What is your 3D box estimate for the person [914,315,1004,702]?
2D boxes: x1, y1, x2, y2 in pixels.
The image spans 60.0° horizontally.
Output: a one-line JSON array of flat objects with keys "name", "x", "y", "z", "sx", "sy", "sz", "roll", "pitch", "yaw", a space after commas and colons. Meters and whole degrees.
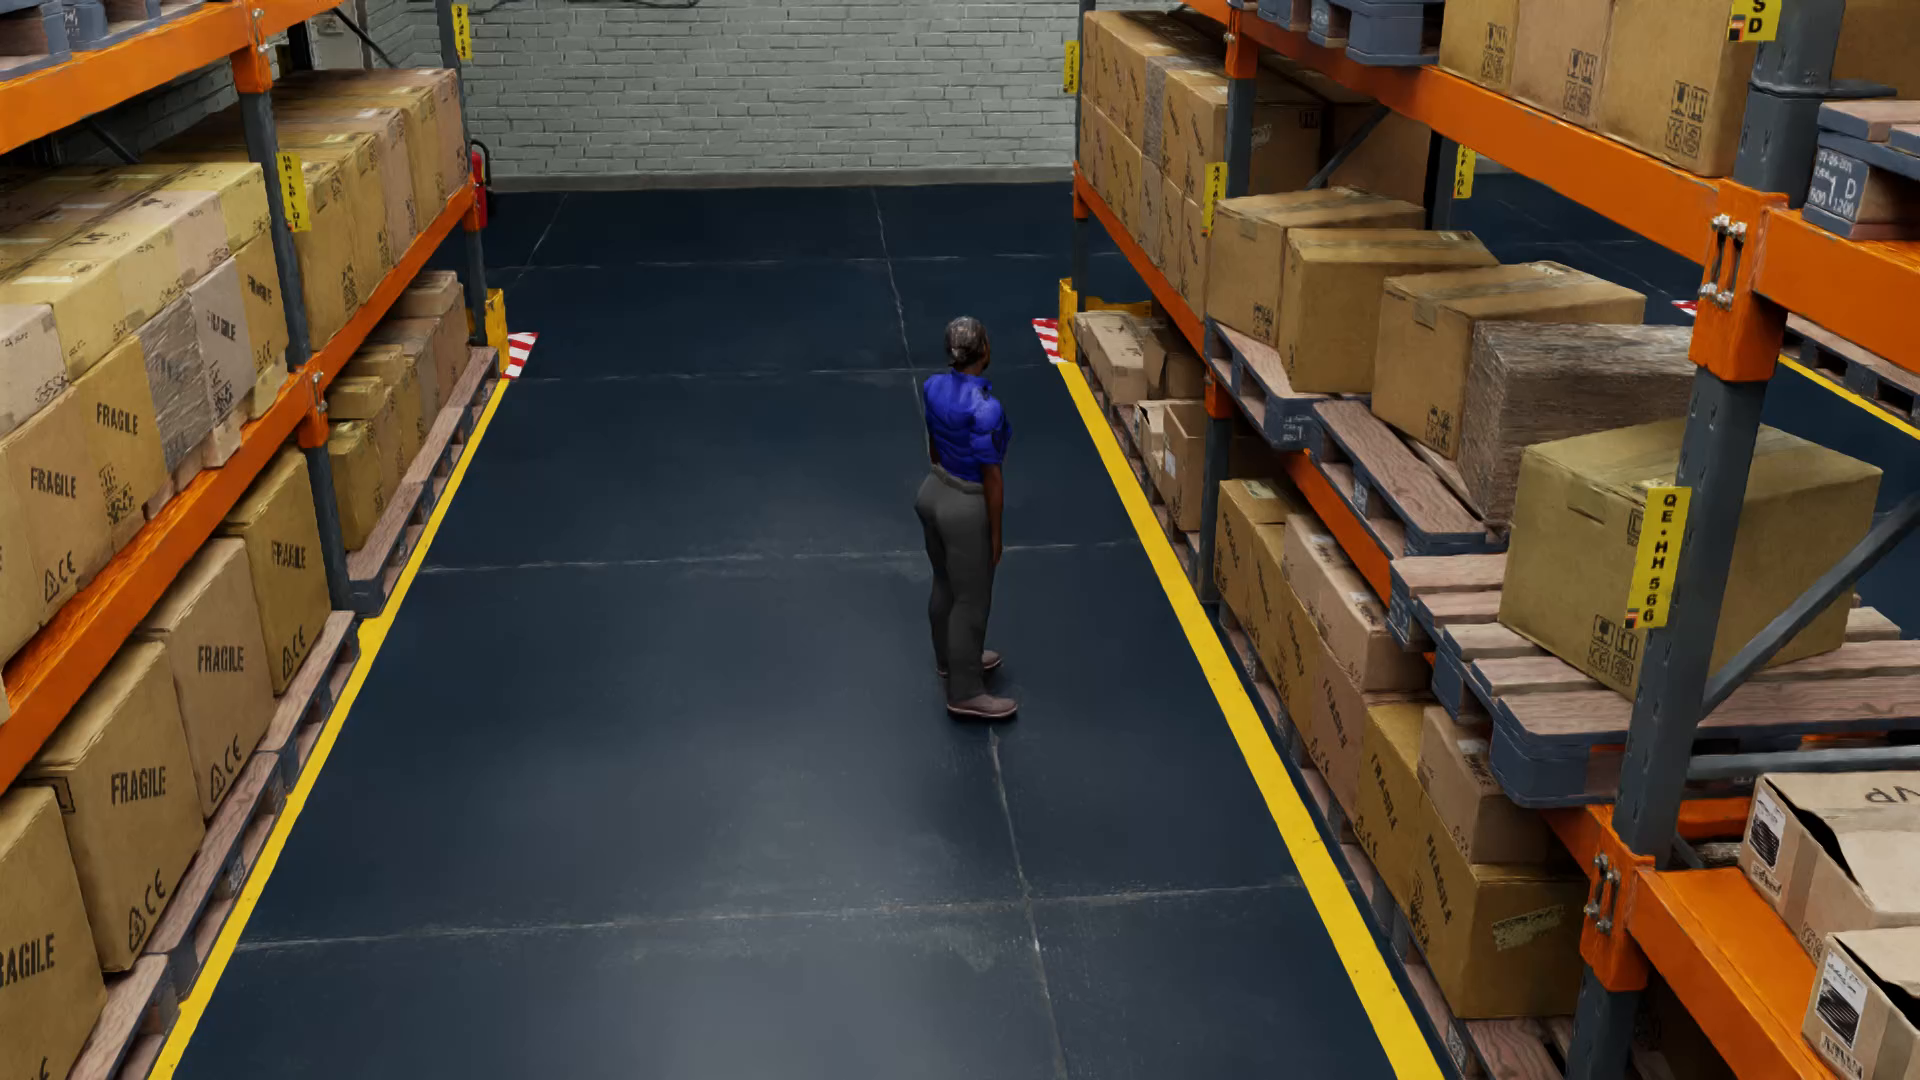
[{"name": "person", "x": 0.017, "y": -0.133, "z": 6.759, "sx": 0.319, "sy": 1.577, "sz": 0.493, "roll": -15, "pitch": 28, "yaw": -31}]
